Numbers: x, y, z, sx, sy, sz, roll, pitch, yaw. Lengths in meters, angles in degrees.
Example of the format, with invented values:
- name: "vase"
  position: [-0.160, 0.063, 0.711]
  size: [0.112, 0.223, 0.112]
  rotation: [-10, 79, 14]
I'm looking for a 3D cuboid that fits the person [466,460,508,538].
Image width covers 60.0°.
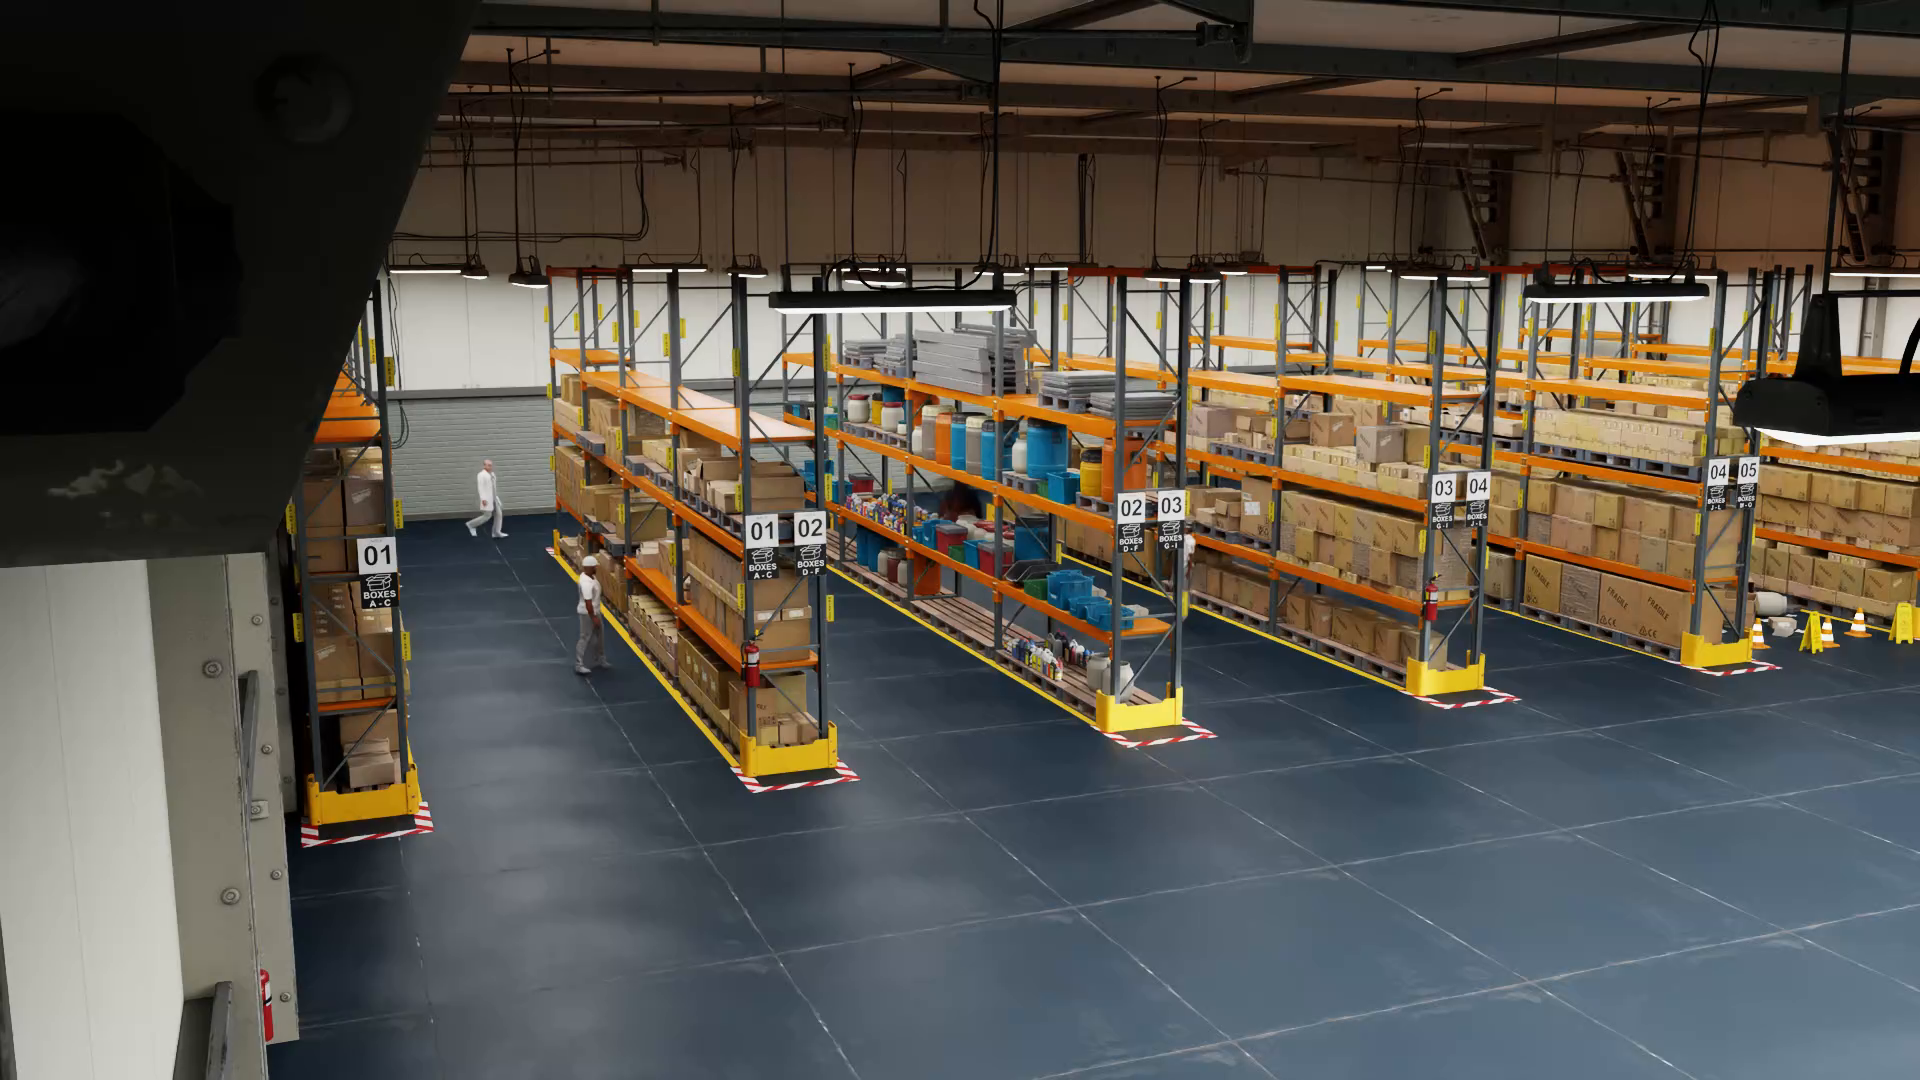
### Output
- name: "person"
  position: [-10.486, -0.917, 36.821]
  size: [0.874, 1.738, 0.609]
  rotation: [3, 10, 15]

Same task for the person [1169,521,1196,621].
- name: "person"
  position: [3.756, 0.517, 28.148]
  size: [0.506, 1.697, 0.466]
  rotation: [-7, 12, -36]

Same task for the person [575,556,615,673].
- name: "person"
  position: [-5.586, 1.125, 25.200]
  size: [0.494, 1.808, 0.670]
  rotation: [1, 10, 3]
